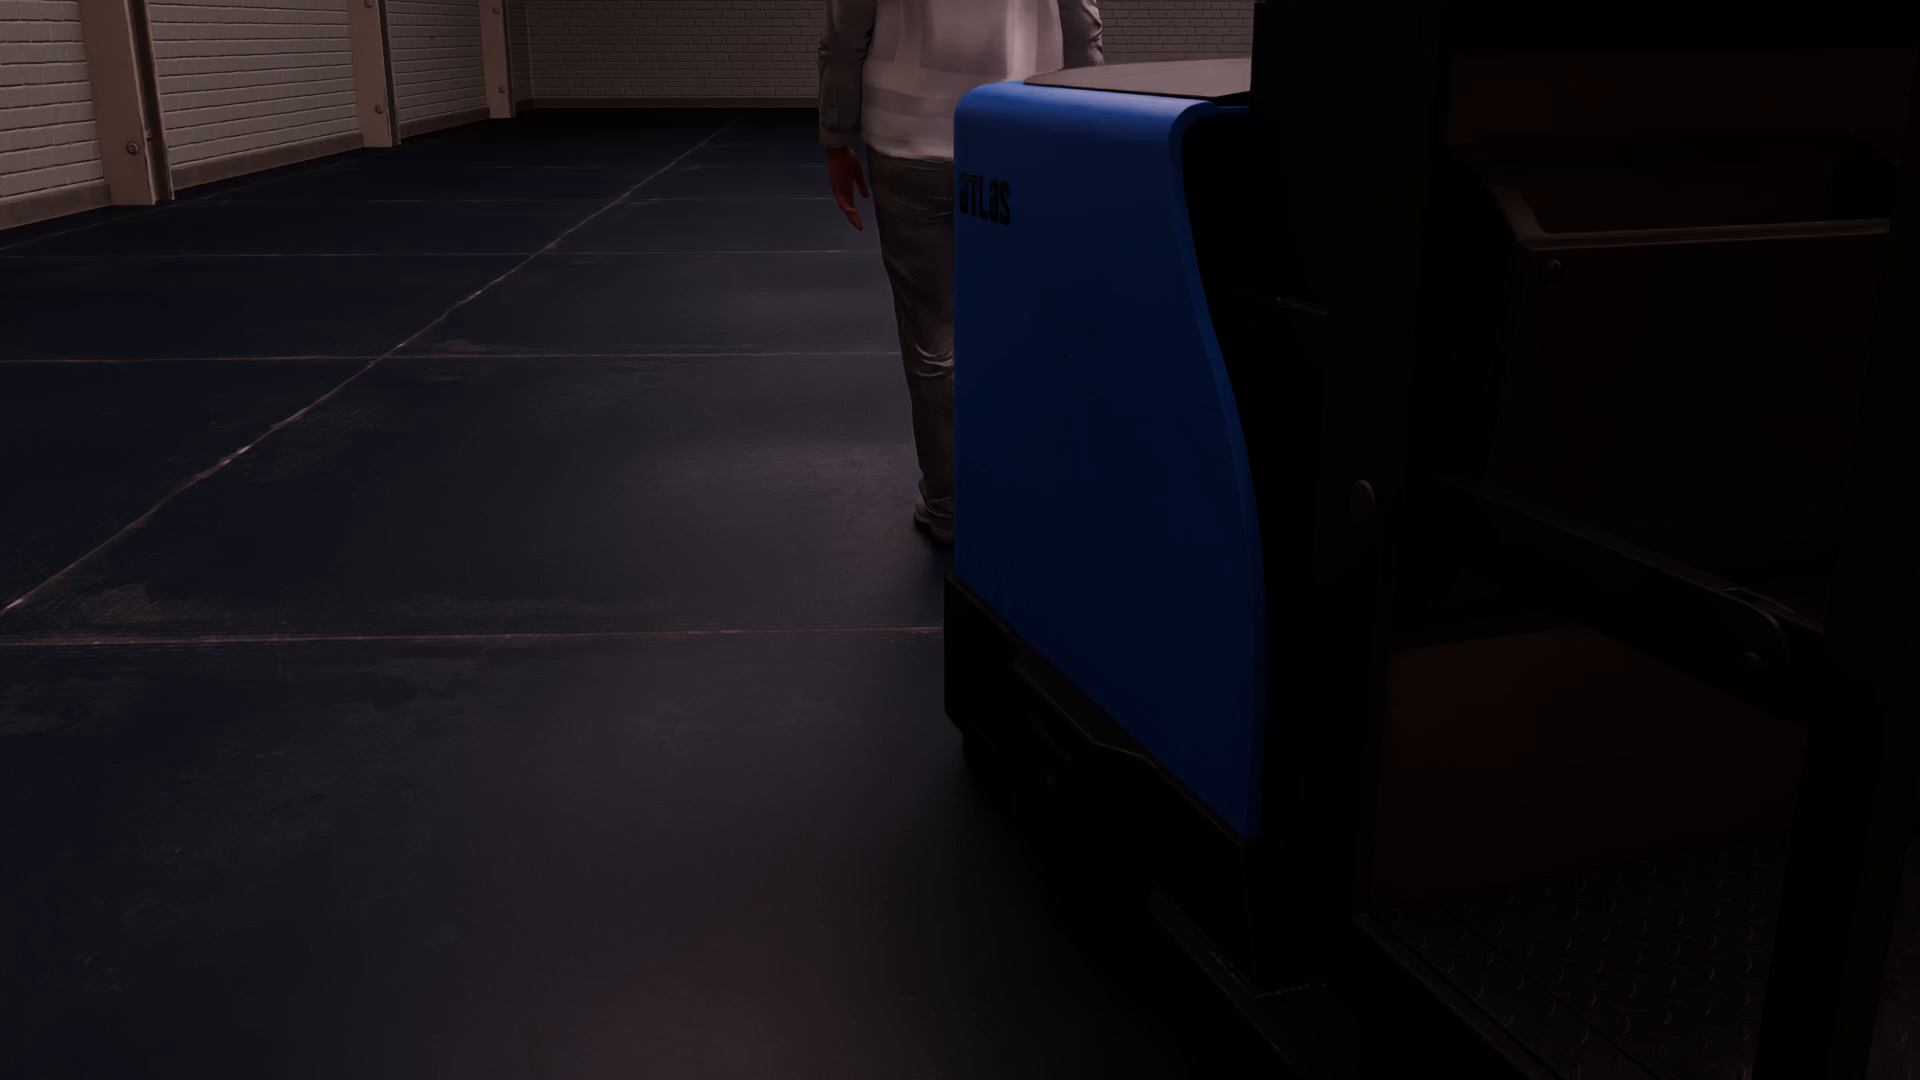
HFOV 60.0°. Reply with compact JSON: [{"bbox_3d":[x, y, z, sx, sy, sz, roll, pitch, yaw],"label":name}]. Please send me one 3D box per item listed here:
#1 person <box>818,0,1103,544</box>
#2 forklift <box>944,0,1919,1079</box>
[{"bbox_3d":[0.005,-0.874,3.716,0.632,1.773,0.568,-1,17,-3],"label":"person"},{"bbox_3d":[0.940,-0.704,1.211,1.130,2.935,3.031,-6,18,-18],"label":"forklift"}]
